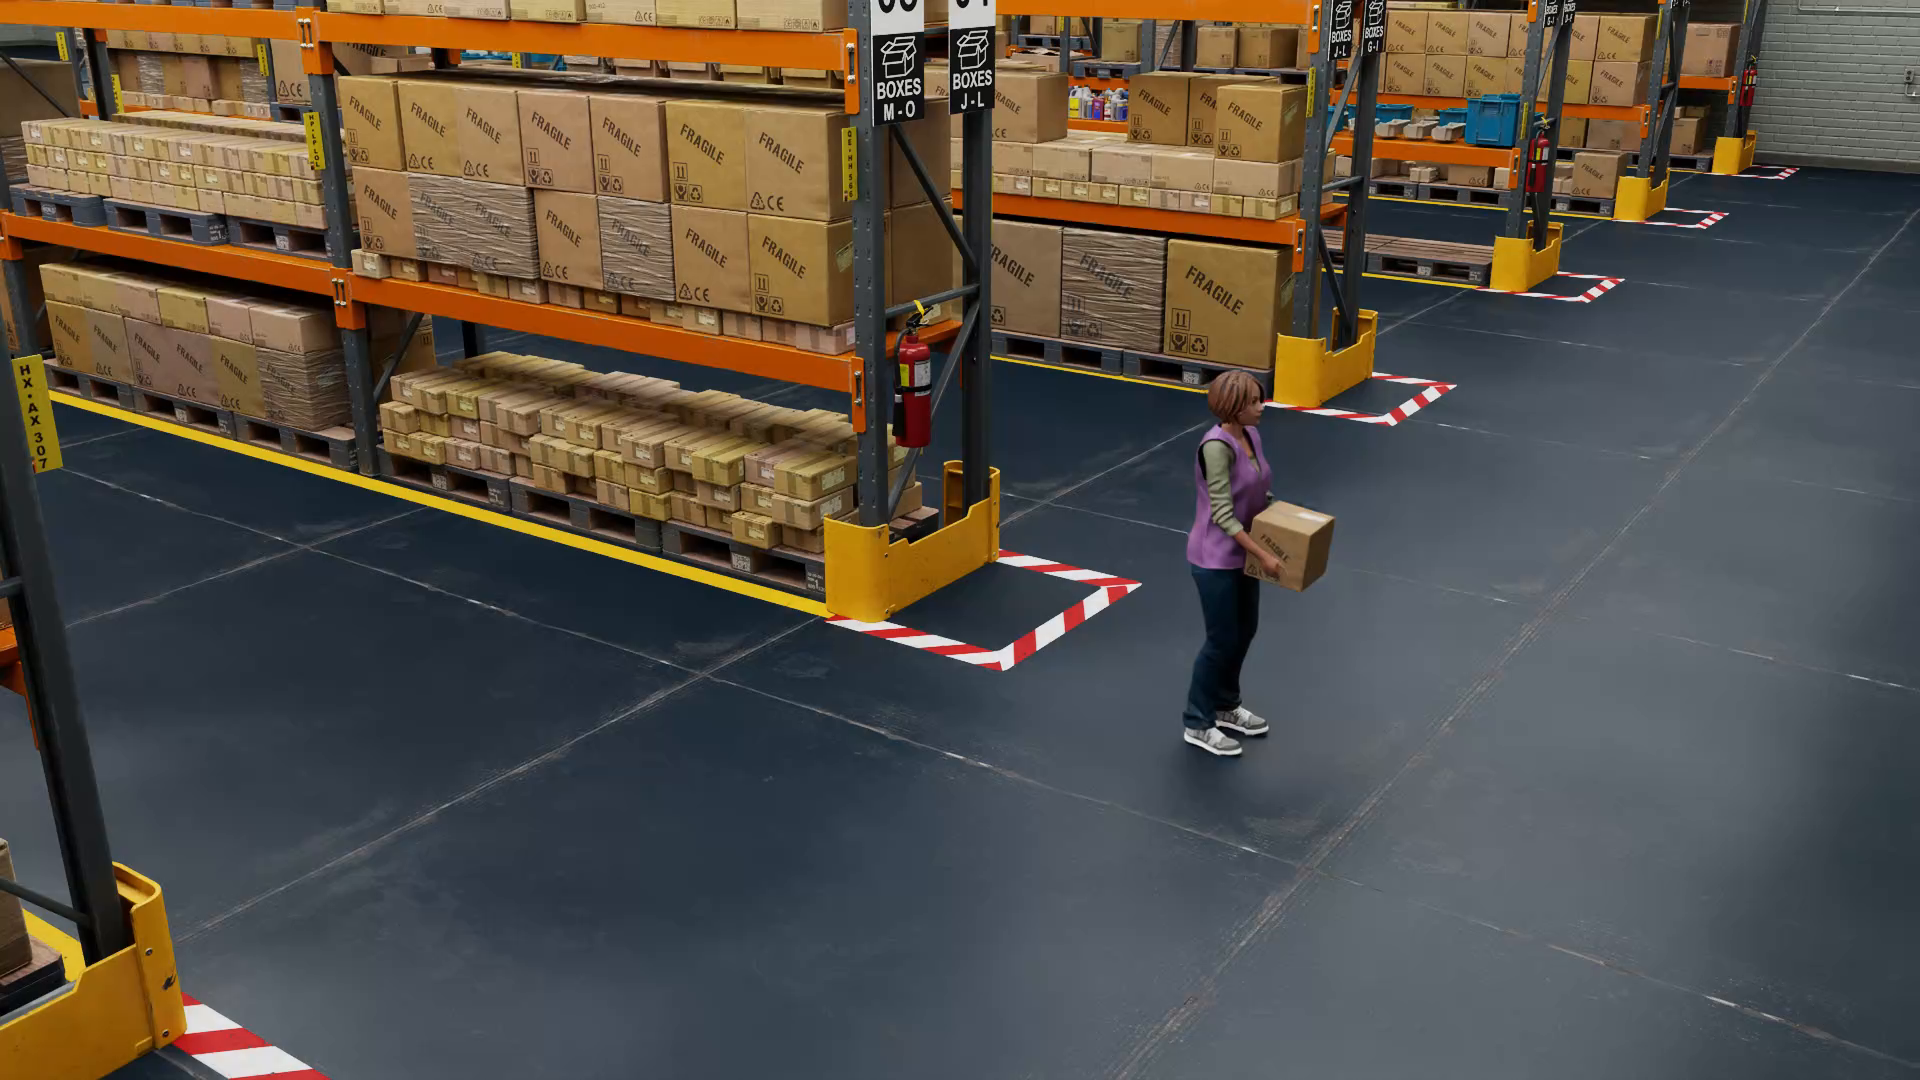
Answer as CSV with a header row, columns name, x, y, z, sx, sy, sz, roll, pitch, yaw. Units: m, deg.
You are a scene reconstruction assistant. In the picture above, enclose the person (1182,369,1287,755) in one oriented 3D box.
name,x,y,z,sx,sy,sz,roll,pitch,yaw
person,1.171,0.096,6.814,0.471,1.602,0.438,13,24,32
